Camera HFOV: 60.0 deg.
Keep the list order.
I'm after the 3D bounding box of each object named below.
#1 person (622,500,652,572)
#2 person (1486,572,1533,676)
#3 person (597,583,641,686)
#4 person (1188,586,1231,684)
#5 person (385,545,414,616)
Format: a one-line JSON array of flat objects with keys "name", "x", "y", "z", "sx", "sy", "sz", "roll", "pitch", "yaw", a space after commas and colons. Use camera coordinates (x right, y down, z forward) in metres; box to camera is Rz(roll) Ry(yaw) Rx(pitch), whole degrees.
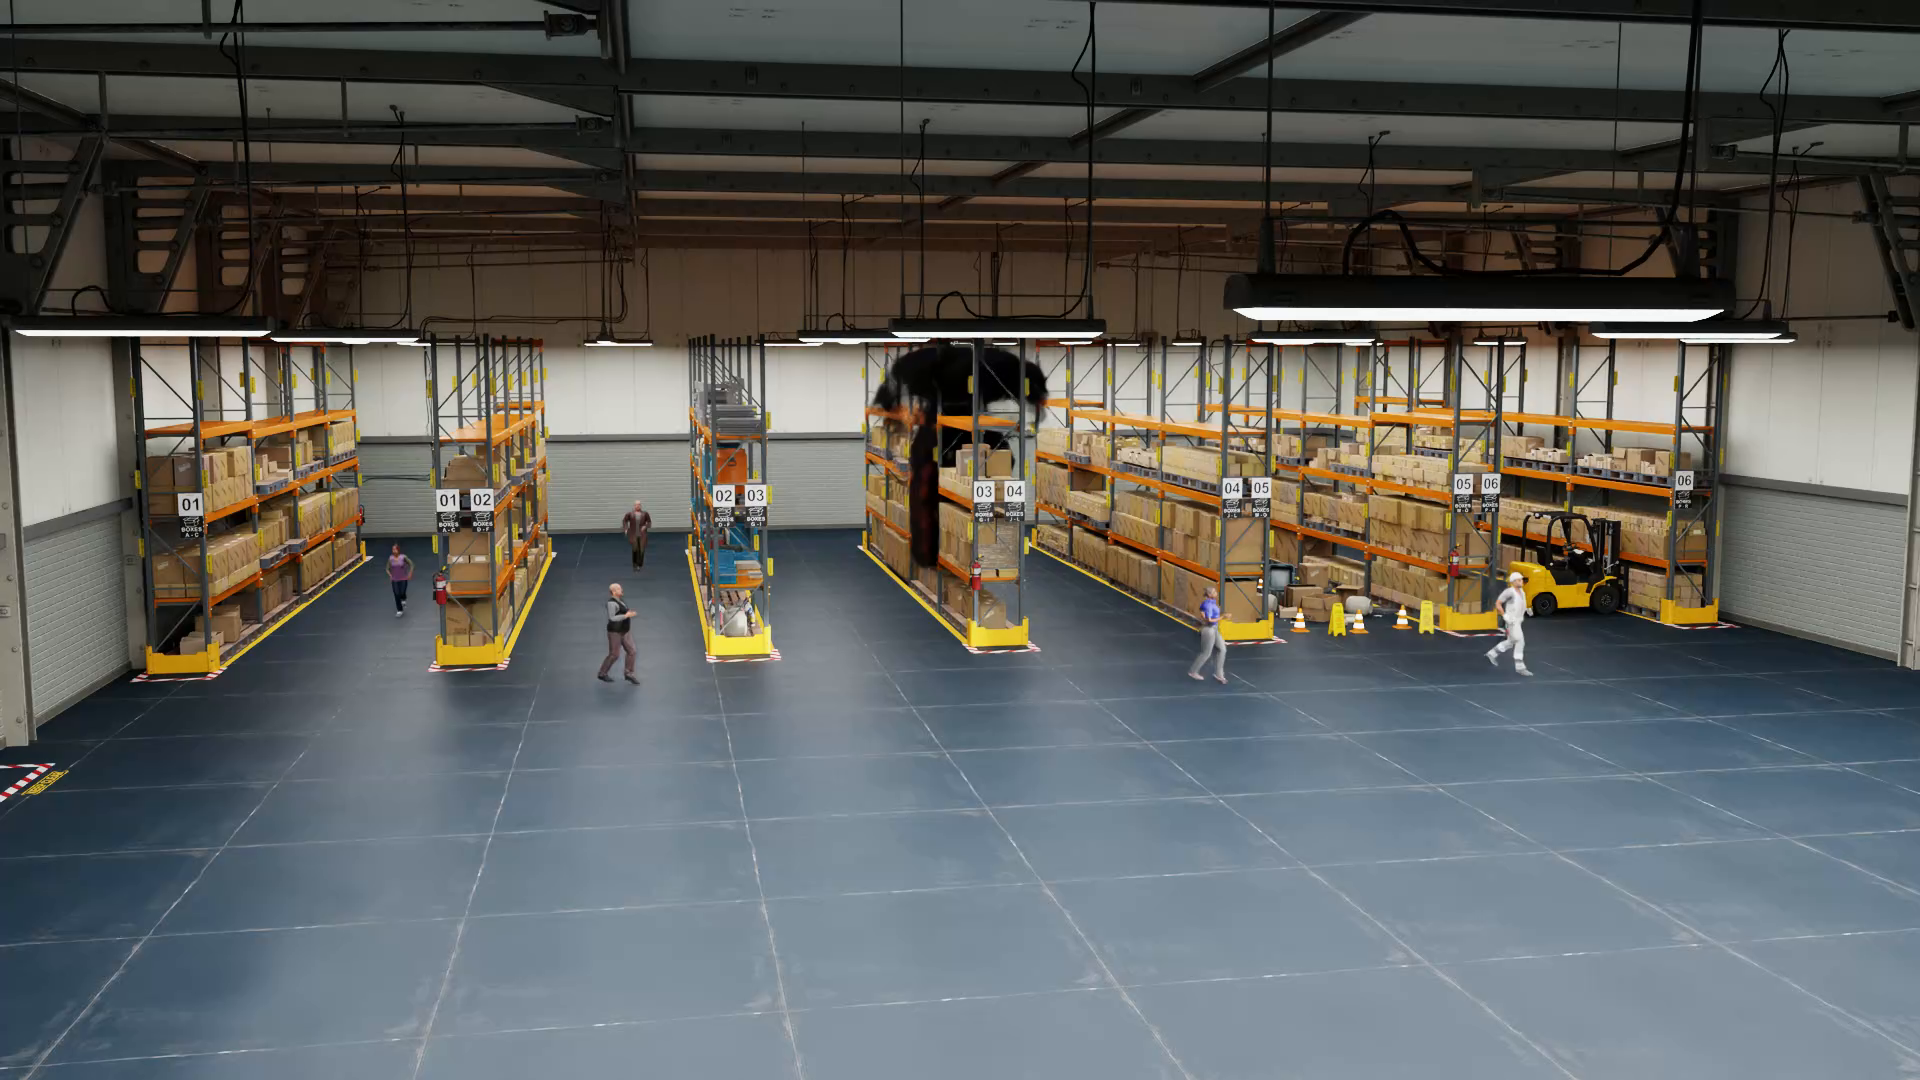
[{"name": "person", "x": -7.887, "y": -0.082, "z": 40.719, "sx": 0.704, "sy": 1.764, "sz": 0.653, "roll": -2, "pitch": 7, "yaw": -14}, {"name": "person", "x": 9.755, "y": 1.449, "z": 29.410, "sx": 0.914, "sy": 1.795, "sz": 0.659, "roll": 6, "pitch": 9, "yaw": 43}, {"name": "person", "x": -5.832, "y": 1.618, "z": 28.353, "sx": 0.740, "sy": 1.769, "sz": 0.641, "roll": 1, "pitch": 7, "yaw": 13}, {"name": "person", "x": 4.289, "y": 1.643, "z": 28.545, "sx": 0.728, "sy": 1.697, "sz": 0.559, "roll": 2, "pitch": 7, "yaw": 20}, {"name": "person", "x": -12.037, "y": 0.873, "z": 35.709, "sx": 0.560, "sy": 1.558, "sz": 0.605, "roll": -1, "pitch": 7, "yaw": -8}]
